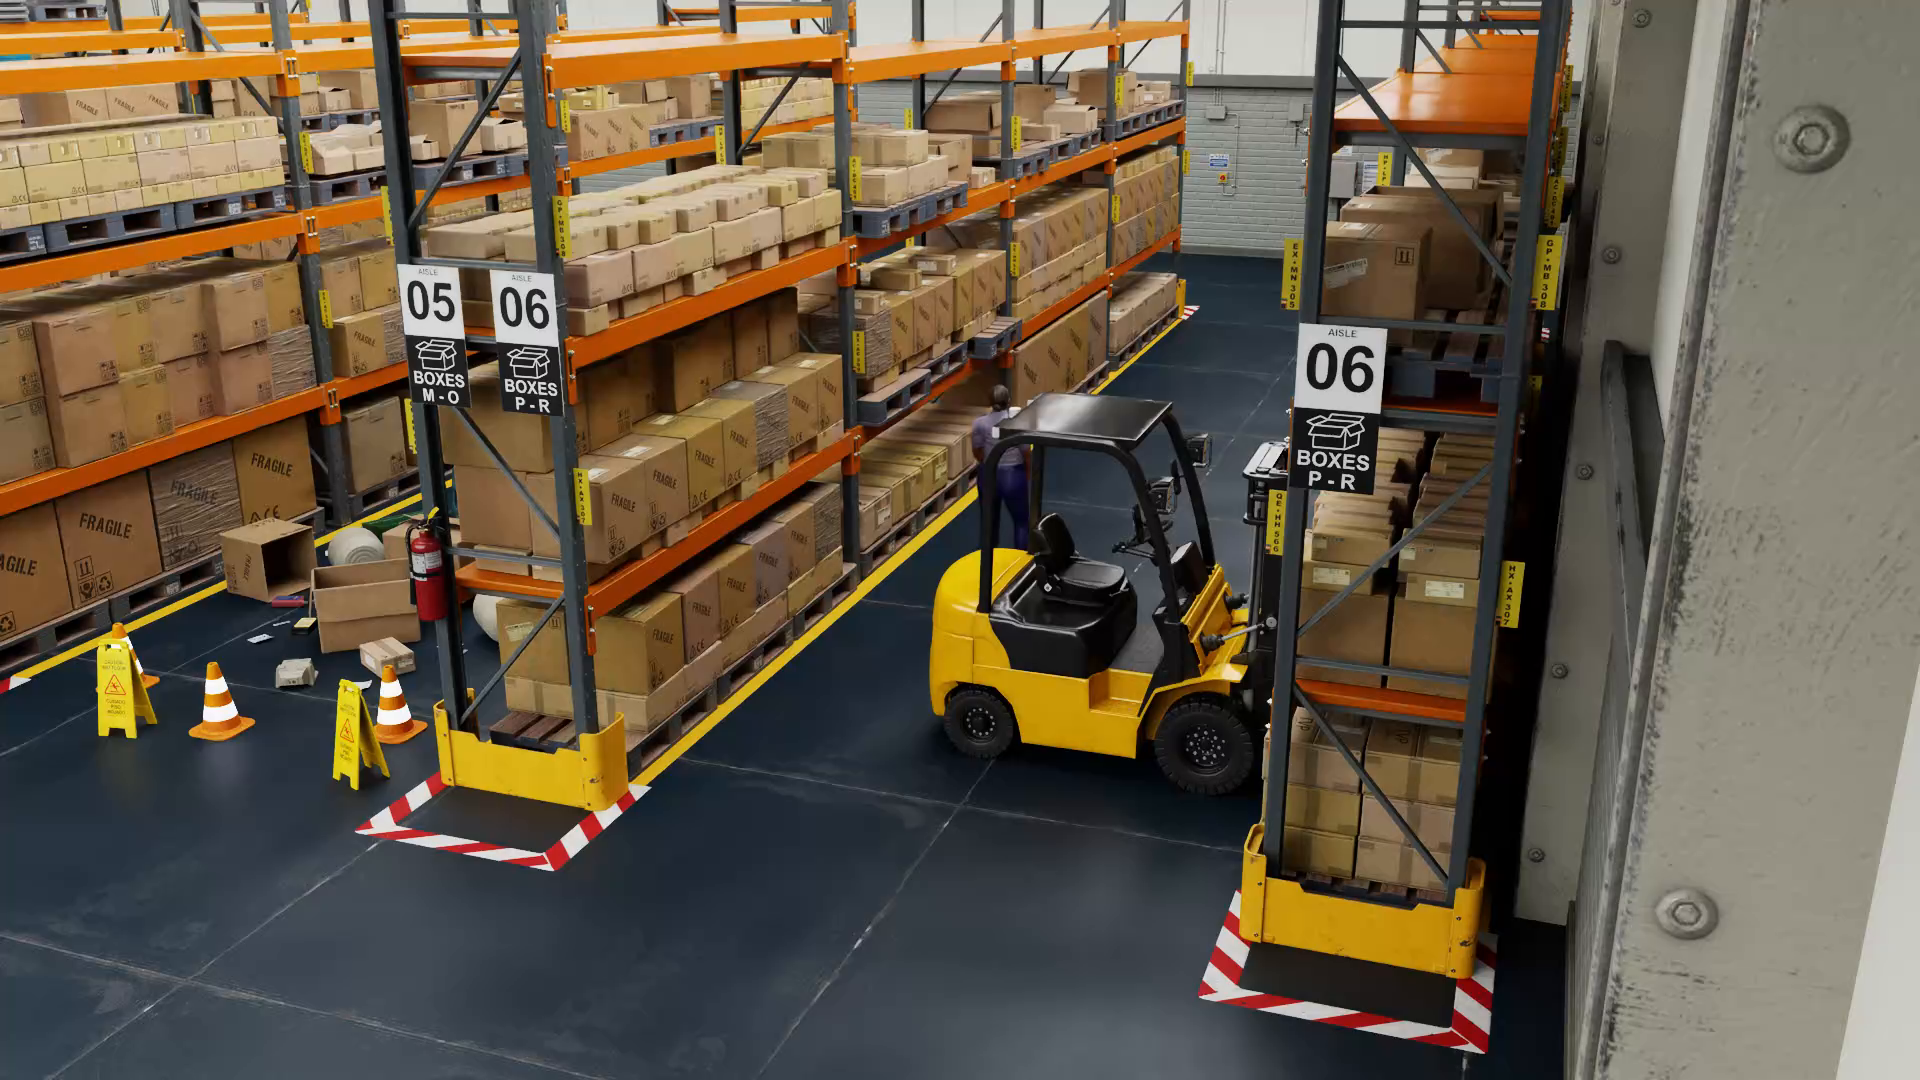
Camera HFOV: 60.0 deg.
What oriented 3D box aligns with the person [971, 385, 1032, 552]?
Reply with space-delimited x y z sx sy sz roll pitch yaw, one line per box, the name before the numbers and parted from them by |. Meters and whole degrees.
person | 0.367 -0.467 13.450 0.544 1.651 0.421 6 20 18
